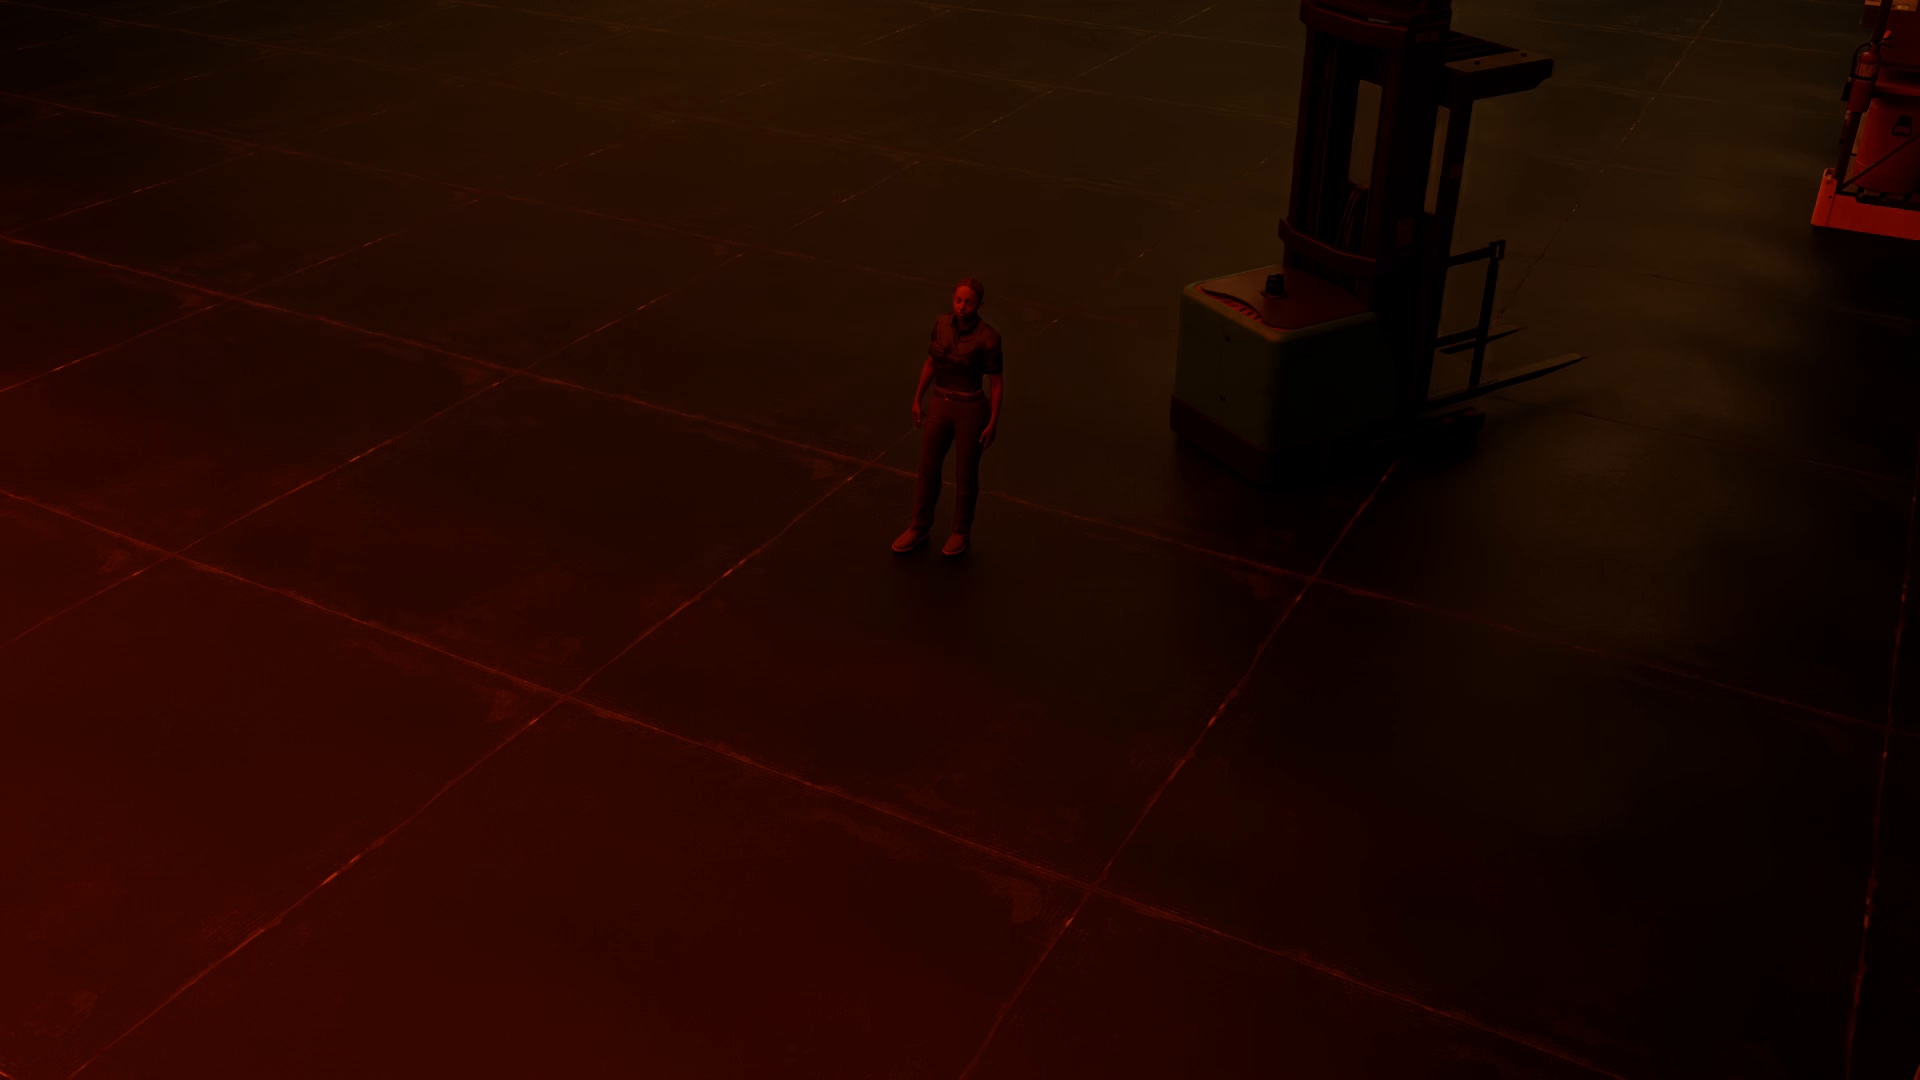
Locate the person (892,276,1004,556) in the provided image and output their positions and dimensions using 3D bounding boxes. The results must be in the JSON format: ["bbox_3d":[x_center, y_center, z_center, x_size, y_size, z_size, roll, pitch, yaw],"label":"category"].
[{"bbox_3d":[-0.060,-0.689,9.527,0.569,1.656,0.503,15,33,25],"label":"person"}]

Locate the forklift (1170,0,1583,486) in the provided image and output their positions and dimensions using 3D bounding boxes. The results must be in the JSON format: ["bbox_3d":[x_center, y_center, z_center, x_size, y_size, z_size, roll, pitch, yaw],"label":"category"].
[{"bbox_3d":[2.946,-2.141,10.780,3.031,2.935,1.130,-16,34,-26],"label":"forklift"}]
